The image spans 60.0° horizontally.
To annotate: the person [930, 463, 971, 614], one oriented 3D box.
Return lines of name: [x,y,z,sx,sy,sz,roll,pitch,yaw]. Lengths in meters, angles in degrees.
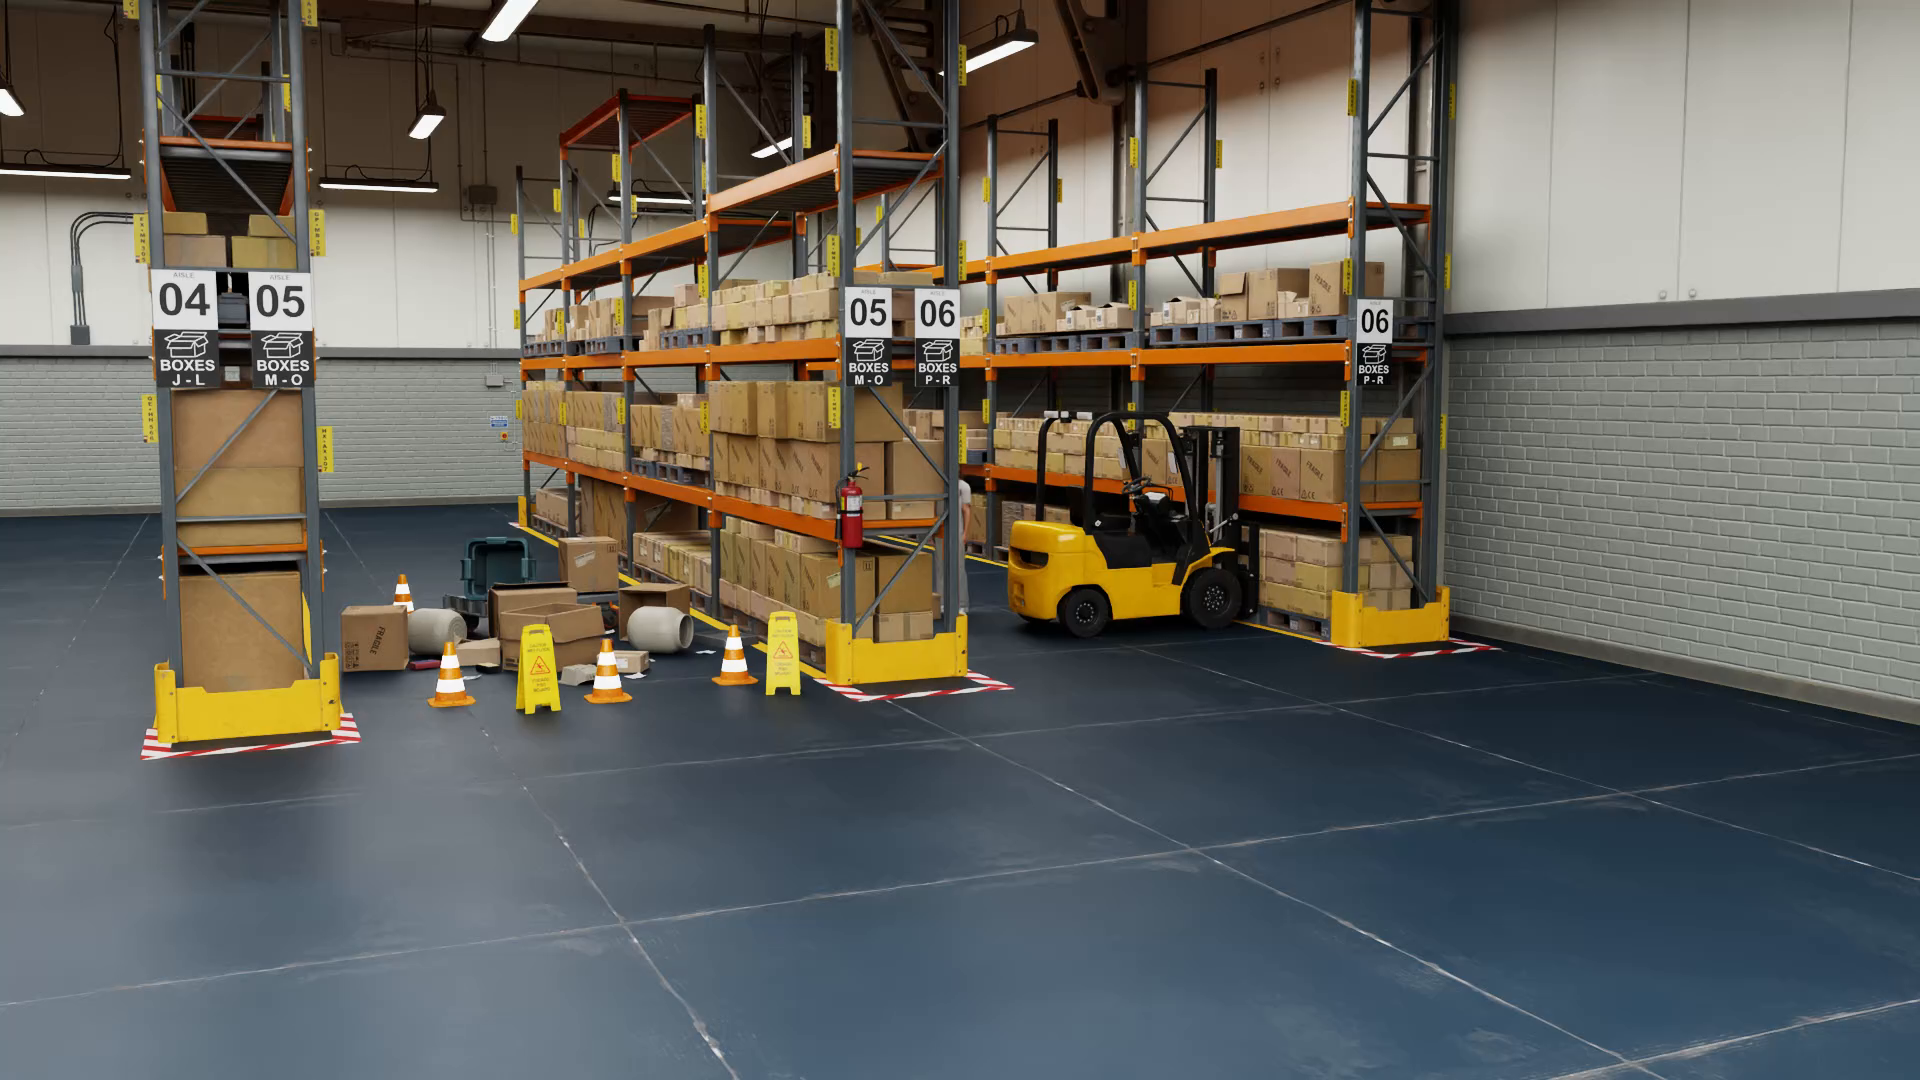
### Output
person: [-0.107,-0.031,17.512,0.448,1.719,0.429,4,7,38]
